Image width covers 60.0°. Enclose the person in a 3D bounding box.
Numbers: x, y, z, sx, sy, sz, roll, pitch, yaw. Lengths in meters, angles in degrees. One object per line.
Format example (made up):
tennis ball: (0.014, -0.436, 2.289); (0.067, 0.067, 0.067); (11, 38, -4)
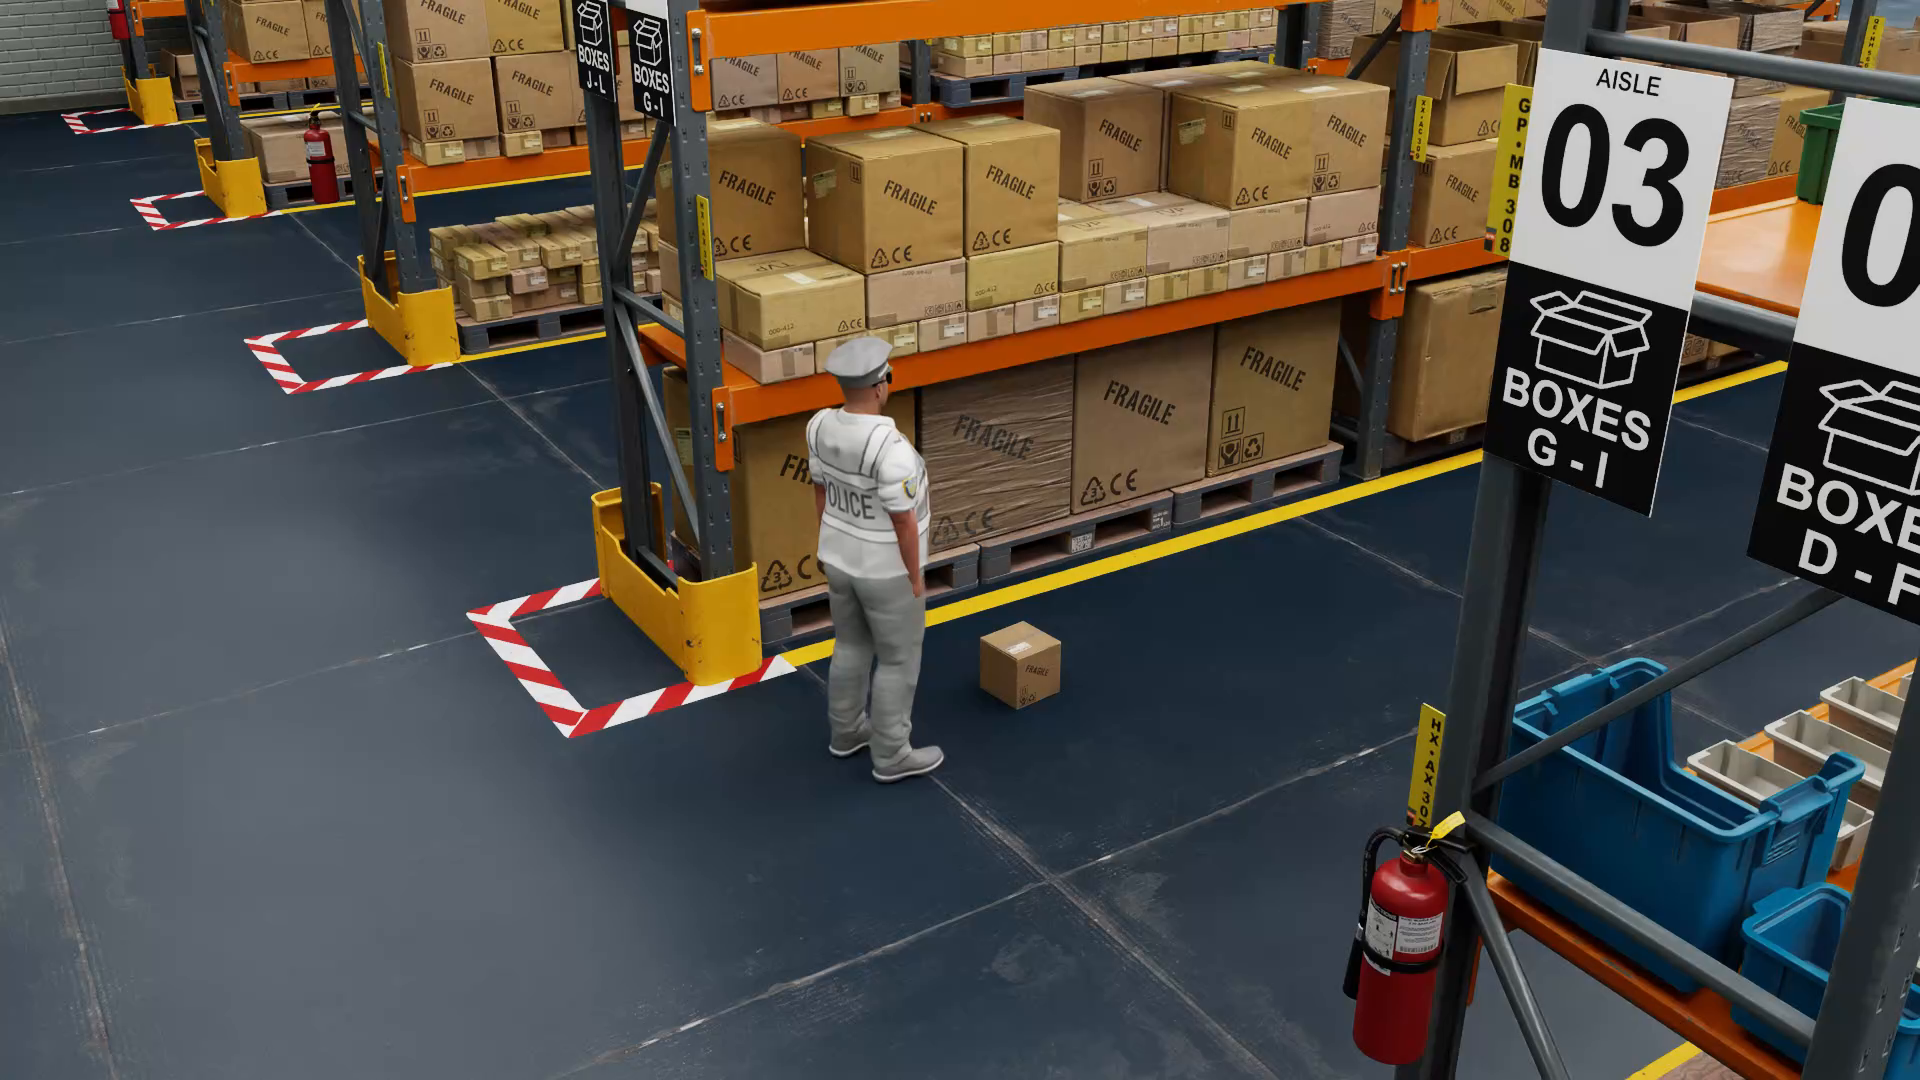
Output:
person: (-0.333, 0.076, 6.426); (0.526, 1.771, 0.395); (22, 33, 39)
